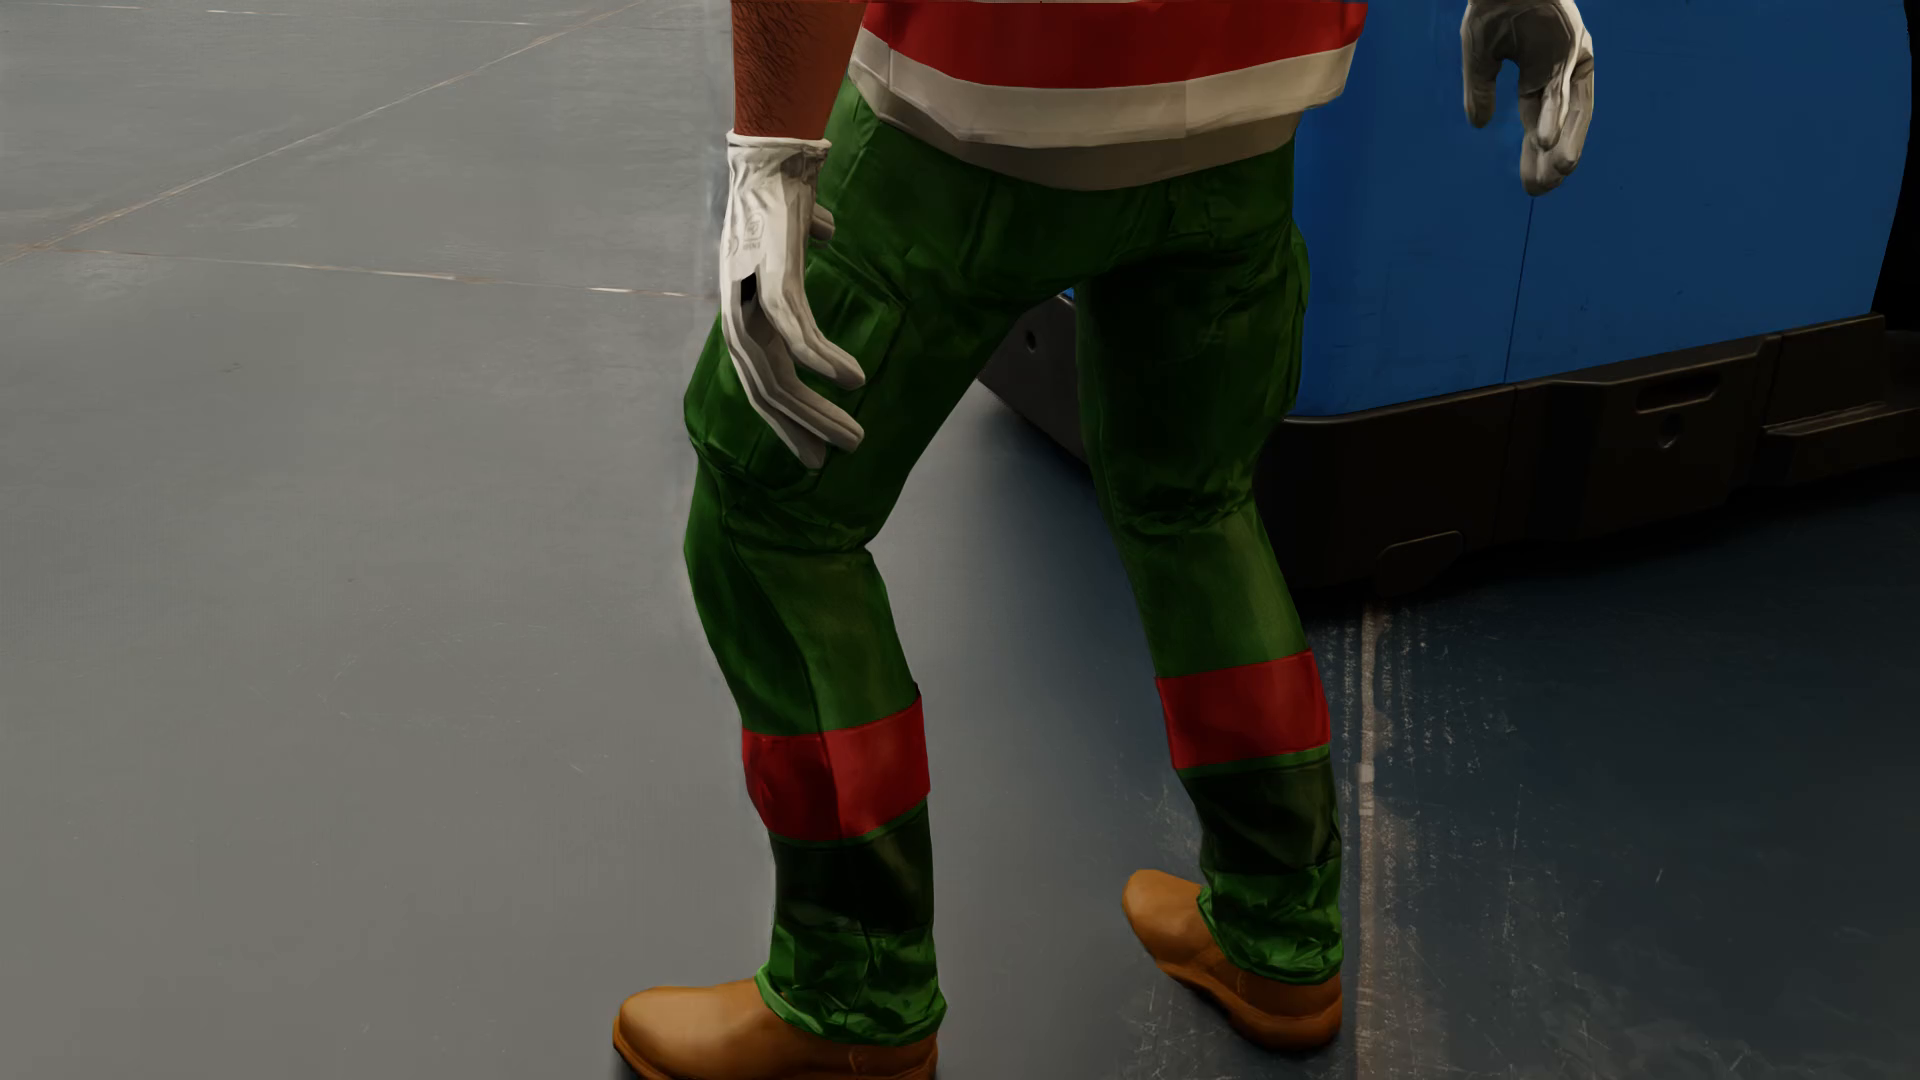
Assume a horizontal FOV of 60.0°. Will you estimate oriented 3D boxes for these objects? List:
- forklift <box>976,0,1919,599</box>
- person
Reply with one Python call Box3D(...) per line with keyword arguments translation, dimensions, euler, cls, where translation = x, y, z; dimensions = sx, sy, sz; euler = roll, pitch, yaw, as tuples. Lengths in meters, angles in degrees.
Box3D(translation=(1.554, -1.661, 2.539), dimensions=(3.031, 2.935, 1.130), euler=(-12, 29, -22), cls="forklift")
Box3D(translation=(0.104, -0.341, 1.291), dimensions=(0.887, 1.747, 0.464), euler=(-14, 30, -26), cls="person")
